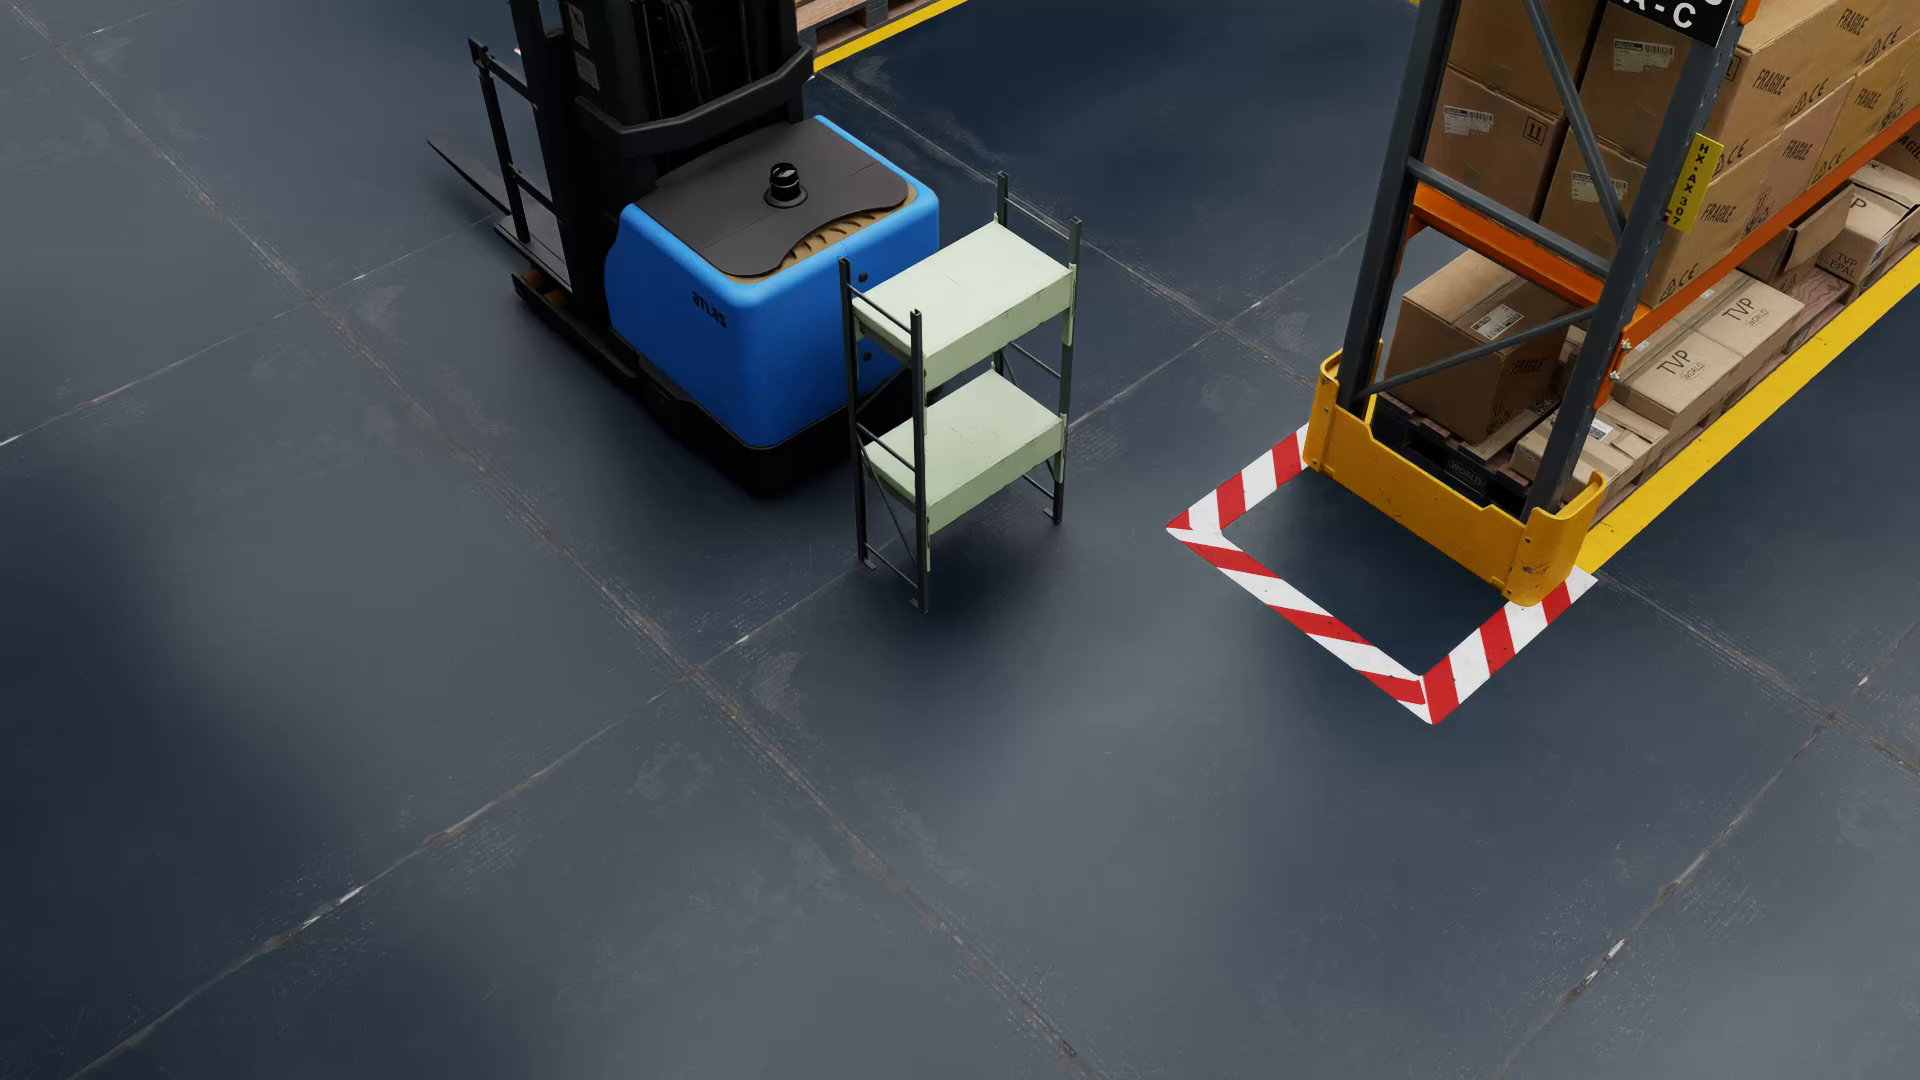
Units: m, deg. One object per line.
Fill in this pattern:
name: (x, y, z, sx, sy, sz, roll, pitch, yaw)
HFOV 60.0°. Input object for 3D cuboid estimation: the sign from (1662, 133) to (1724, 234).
sign: (2.258, -1.099, 5.134, 0.005, 0.325, 0.100, -34, 56, -27)

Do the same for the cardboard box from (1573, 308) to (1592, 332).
cardboard box: (2.852, -1.173, 7.363, 0.500, 0.250, 0.500, -34, 56, -27)

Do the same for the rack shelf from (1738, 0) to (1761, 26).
rack shelf: (3.373, -2.862, 5.799, 4.000, 0.370, 1.077, -34, 56, -27)

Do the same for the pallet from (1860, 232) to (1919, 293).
pallet: (4.344, -1.793, 8.261, 1.213, 0.211, 1.003, -34, 56, -27)

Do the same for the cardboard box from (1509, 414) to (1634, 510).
cardboard box: (2.434, -0.303, 6.629, 0.250, 0.149, 0.380, -34, 56, -27)

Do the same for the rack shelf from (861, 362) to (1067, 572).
rack shelf: (0.005, -0.291, 6.441, 0.720, 0.370, 0.431, -34, 56, -27)

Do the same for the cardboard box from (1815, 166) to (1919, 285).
cardboard box: (4.067, -1.509, 7.631, 0.500, 0.311, 0.500, -34, 56, -27)

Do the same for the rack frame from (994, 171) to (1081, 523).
rack frame: (0.276, -0.693, 6.369, 0.023, 1.500, 0.400, -34, 56, -27)

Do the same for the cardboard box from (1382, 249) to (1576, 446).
cardboard box: (2.129, -0.804, 6.853, 0.500, 0.500, 0.500, -34, 56, -27)

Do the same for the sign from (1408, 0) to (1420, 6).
sign: (1.534, -1.912, 5.470, 0.005, 0.325, 0.100, -34, 56, -27)

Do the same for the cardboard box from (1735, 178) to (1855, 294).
cardboard box: (3.466, -1.449, 7.445, 0.637, 0.503, 0.797, -34, 56, -27)

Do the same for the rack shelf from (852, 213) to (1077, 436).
rack shelf: (0.005, -0.777, 5.915, 0.720, 0.370, 0.431, -34, 56, -27)

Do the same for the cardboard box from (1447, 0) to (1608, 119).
cardboard box: (2.037, -1.843, 5.661, 0.500, 0.500, 0.500, -34, 56, -27)

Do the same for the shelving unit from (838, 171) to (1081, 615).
shelving unit: (0.005, -0.512, 6.202, 0.755, 1.500, 0.431, -34, 56, -27)

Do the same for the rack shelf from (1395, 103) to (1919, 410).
rack shelf: (3.373, -1.845, 6.901, 4.000, 0.370, 1.077, -34, 56, -27)

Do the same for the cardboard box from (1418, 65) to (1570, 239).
cardboard box: (2.041, -1.504, 6.028, 0.500, 0.500, 0.500, -32, 55, -26)

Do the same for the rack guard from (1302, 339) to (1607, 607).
rack guard: (1.949, -0.290, 6.677, 0.348, 0.500, 1.175, -34, 56, -27)

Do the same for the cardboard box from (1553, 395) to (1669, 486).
cardboard box: (2.619, -0.432, 6.736, 0.250, 0.166, 0.380, -34, 56, -27)

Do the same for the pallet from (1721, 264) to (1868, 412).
pallet: (3.441, -1.187, 7.702, 1.213, 0.211, 1.003, -34, 56, -27)

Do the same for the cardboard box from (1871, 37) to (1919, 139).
cardboard box: (3.521, -1.961, 6.450, 0.500, 0.500, 0.500, -33, 55, -27)

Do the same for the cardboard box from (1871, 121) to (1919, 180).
cardboard box: (4.622, -1.943, 7.904, 0.500, 0.500, 0.500, -34, 56, -27)

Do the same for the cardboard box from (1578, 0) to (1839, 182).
cardboard box: (2.399, -1.549, 5.390, 0.500, 0.500, 0.500, -32, 55, -26)

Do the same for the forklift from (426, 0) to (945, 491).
forklift: (-1.420, -2.200, 6.786, 1.130, 2.935, 3.031, -33, 55, -27)

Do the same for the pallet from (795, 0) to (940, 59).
pallet: (-0.800, -3.237, 9.593, 1.213, 0.211, 1.003, -34, 56, -27)

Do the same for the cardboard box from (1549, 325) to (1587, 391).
cardboard box: (2.490, -0.843, 7.115, 0.250, 0.166, 0.380, -34, 56, -27)

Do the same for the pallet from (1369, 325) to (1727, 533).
pallet: (2.538, -0.587, 7.148, 1.213, 0.211, 1.003, -34, 56, -27)

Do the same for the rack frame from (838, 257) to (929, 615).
rack frame: (-0.266, -0.331, 6.035, 0.023, 1.500, 0.400, -34, 56, -27)

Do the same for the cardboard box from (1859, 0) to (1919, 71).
cardboard box: (3.154, -2.056, 5.858, 0.500, 0.500, 0.500, -33, 55, -27)

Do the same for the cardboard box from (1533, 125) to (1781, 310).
cardboard box: (2.399, -1.210, 5.758, 0.500, 0.500, 0.500, -33, 55, -26)

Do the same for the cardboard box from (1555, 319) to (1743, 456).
cardboard box: (2.856, -0.679, 6.907, 0.500, 0.250, 0.500, -34, 56, -27)

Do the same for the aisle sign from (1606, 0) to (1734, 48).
aisle sign: (2.040, -1.788, 4.590, 0.004, 0.787, 0.394, -34, 56, -27)

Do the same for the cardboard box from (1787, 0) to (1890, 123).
cardboard box: (2.780, -1.812, 5.632, 0.500, 0.500, 0.500, -33, 55, -27)

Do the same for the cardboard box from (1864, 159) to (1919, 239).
cardboard box: (4.385, -1.606, 7.832, 0.250, 0.149, 0.380, -34, 56, -27)

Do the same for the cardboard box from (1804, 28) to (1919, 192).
cardboard box: (3.150, -1.715, 6.223, 0.500, 0.500, 0.500, -34, 56, -27)

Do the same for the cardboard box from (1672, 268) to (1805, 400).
cardboard box: (3.226, -0.926, 7.135, 0.500, 0.250, 0.500, -34, 56, -27)

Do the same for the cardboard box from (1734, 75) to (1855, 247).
cardboard box: (2.777, -1.468, 5.996, 0.500, 0.500, 0.500, -34, 56, -27)

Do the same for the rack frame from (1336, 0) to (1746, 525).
rack frame: (1.893, -1.100, 5.724, 0.127, 3.000, 1.000, -34, 56, -27)
